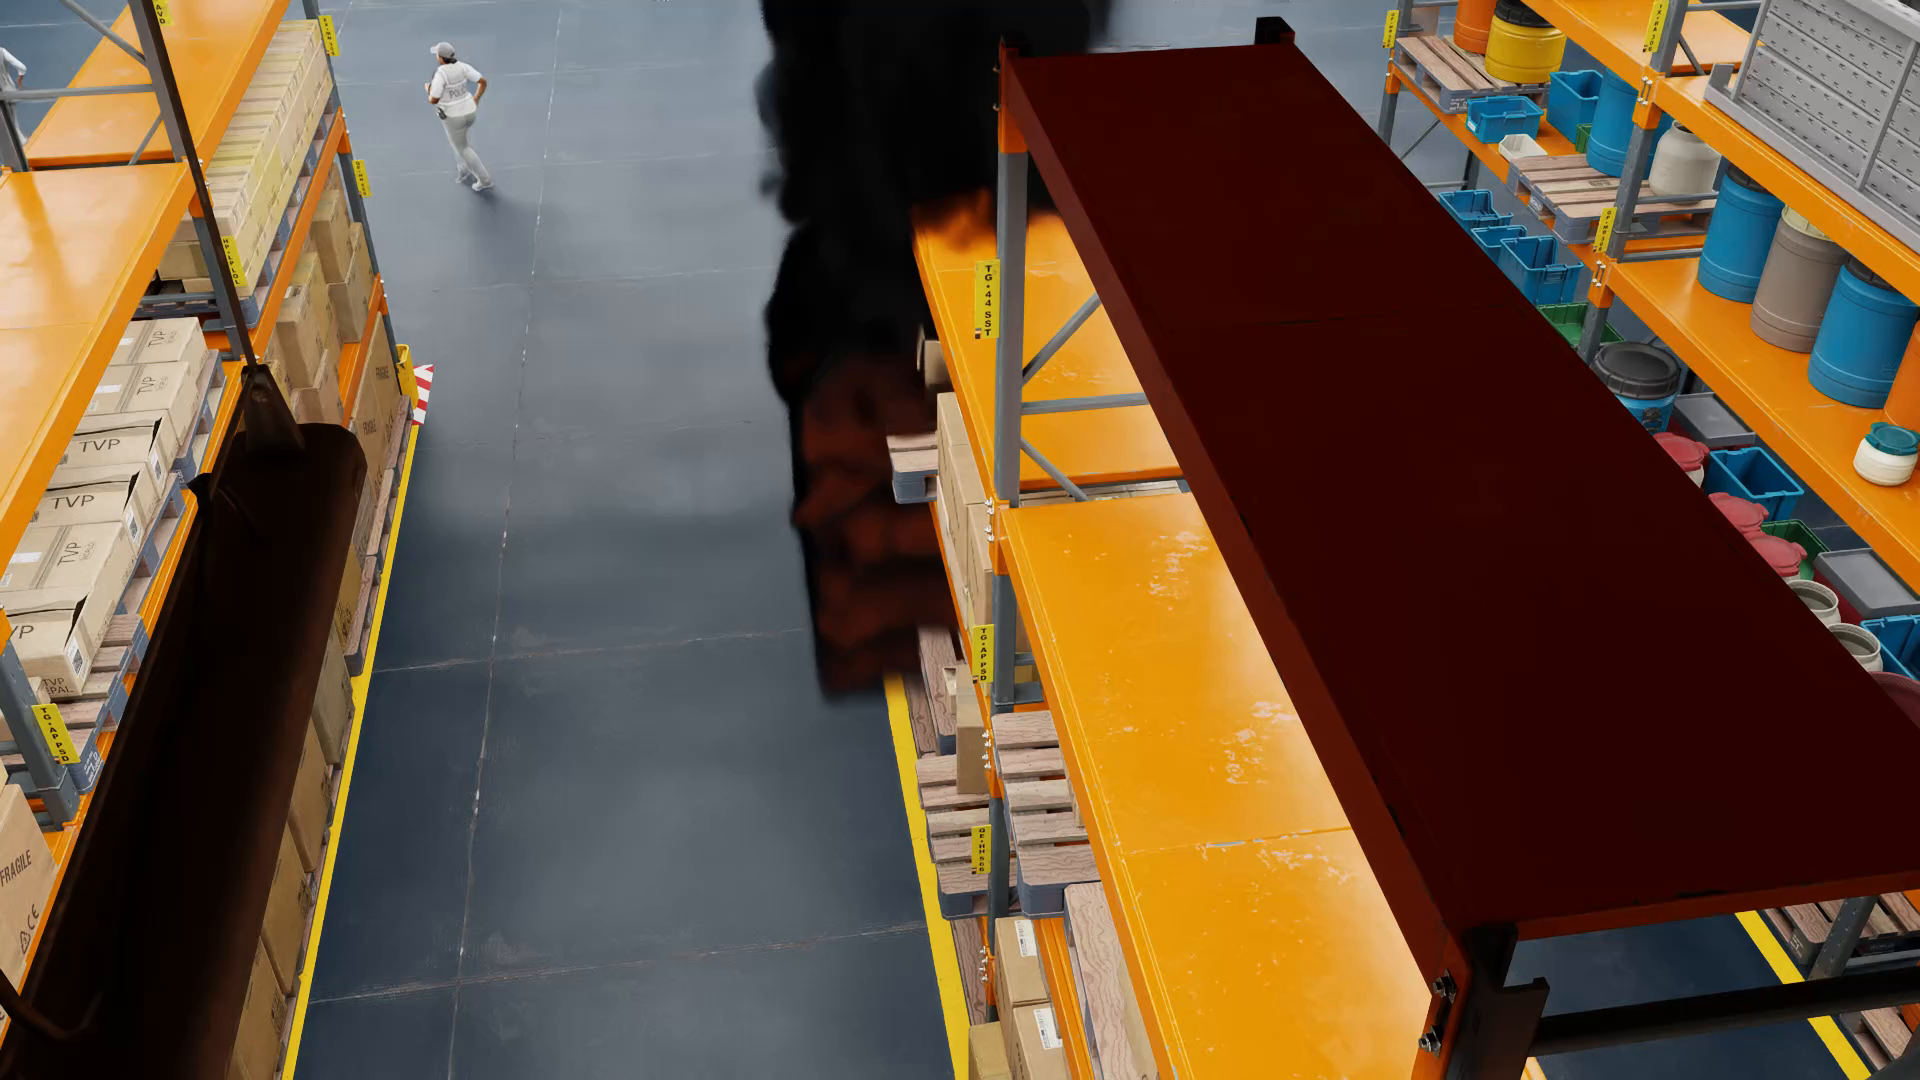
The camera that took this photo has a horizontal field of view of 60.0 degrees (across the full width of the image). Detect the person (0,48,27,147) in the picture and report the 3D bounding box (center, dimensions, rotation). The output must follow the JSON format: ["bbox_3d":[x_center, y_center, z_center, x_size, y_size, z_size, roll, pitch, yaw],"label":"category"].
[{"bbox_3d":[-10.882,-5.034,18.922,0.889,1.590,0.534,24,43,29],"label":"person"}]

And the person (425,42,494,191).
[{"bbox_3d":[-5.544,-4.654,18.397,0.744,1.732,0.582,15,39,19],"label":"person"}]
